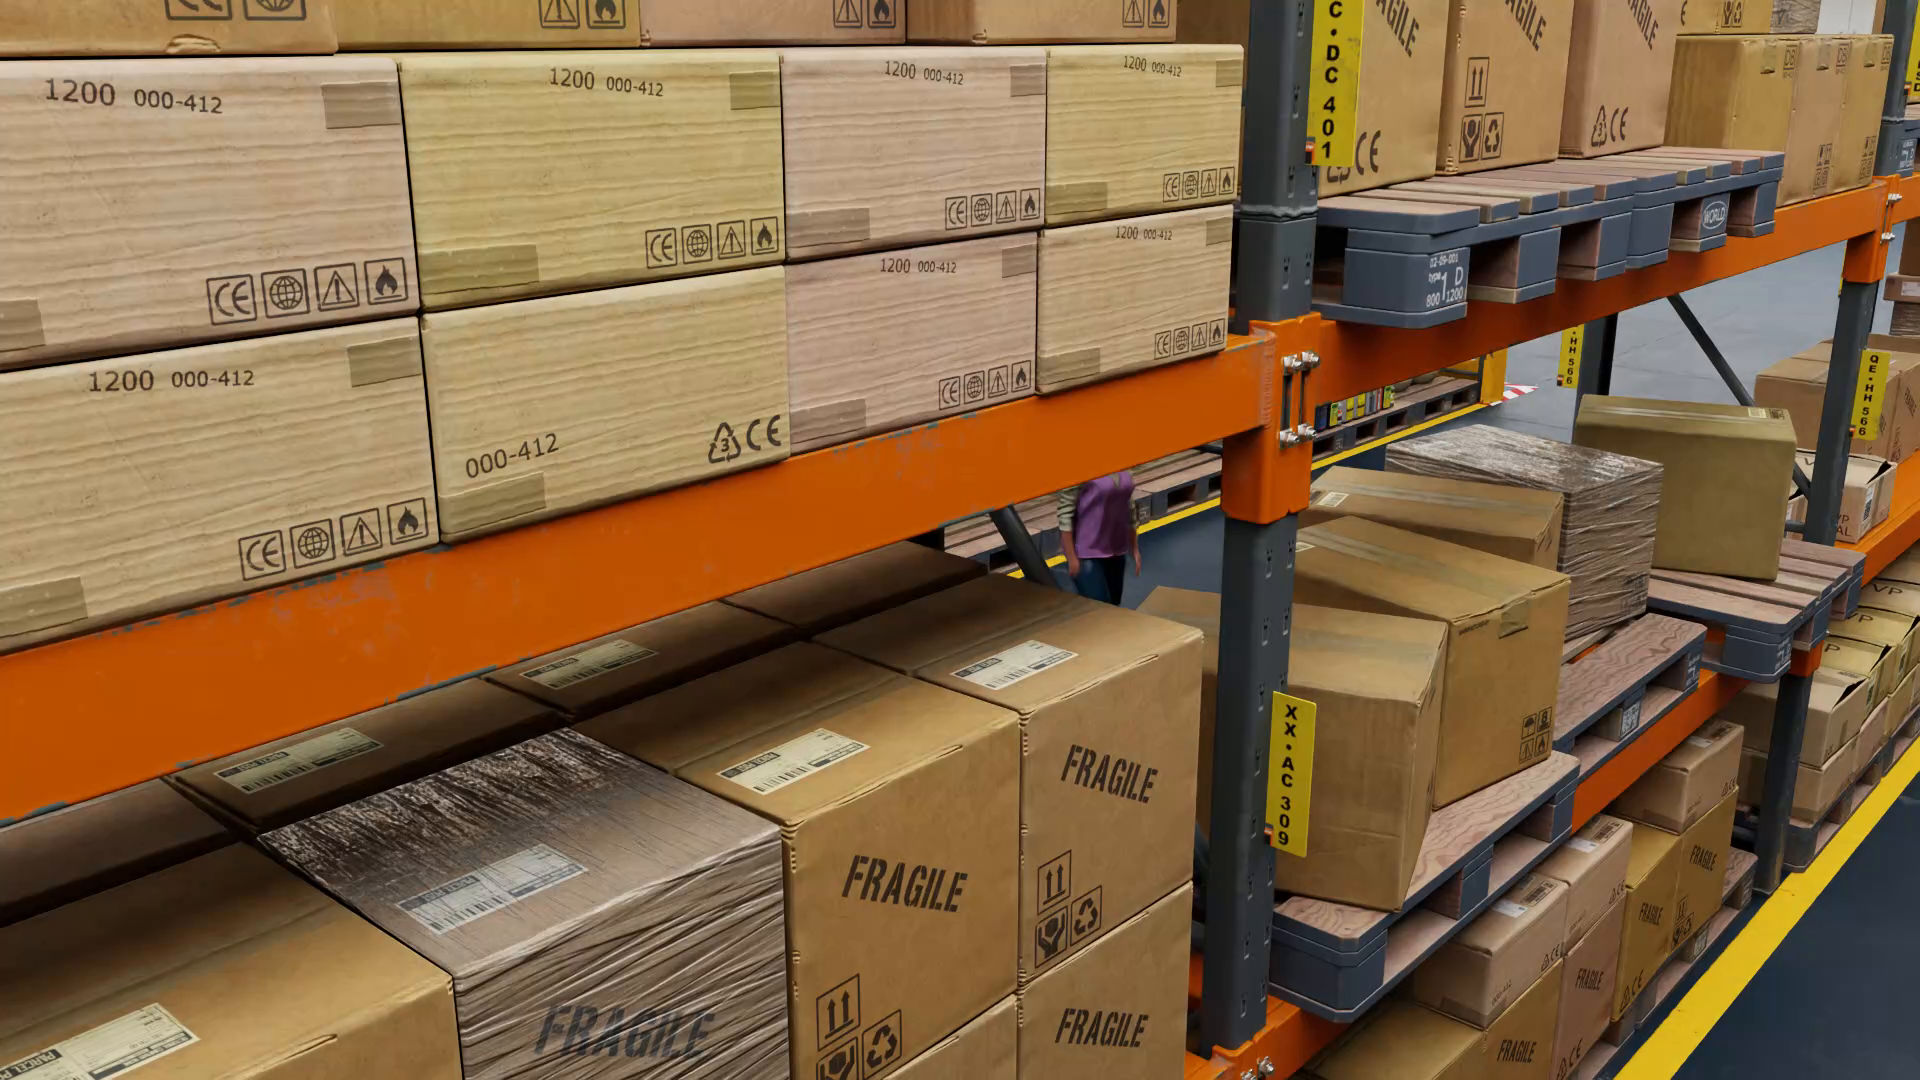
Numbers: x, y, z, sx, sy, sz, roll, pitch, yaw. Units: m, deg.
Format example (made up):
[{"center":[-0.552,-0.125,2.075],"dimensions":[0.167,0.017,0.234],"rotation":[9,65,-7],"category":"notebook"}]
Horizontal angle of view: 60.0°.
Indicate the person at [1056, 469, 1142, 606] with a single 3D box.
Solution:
[{"center":[0.672,0.078,8.245],"dimensions":[0.450,1.590,0.441],"rotation":[-16,24,-42],"category":"person"}]
